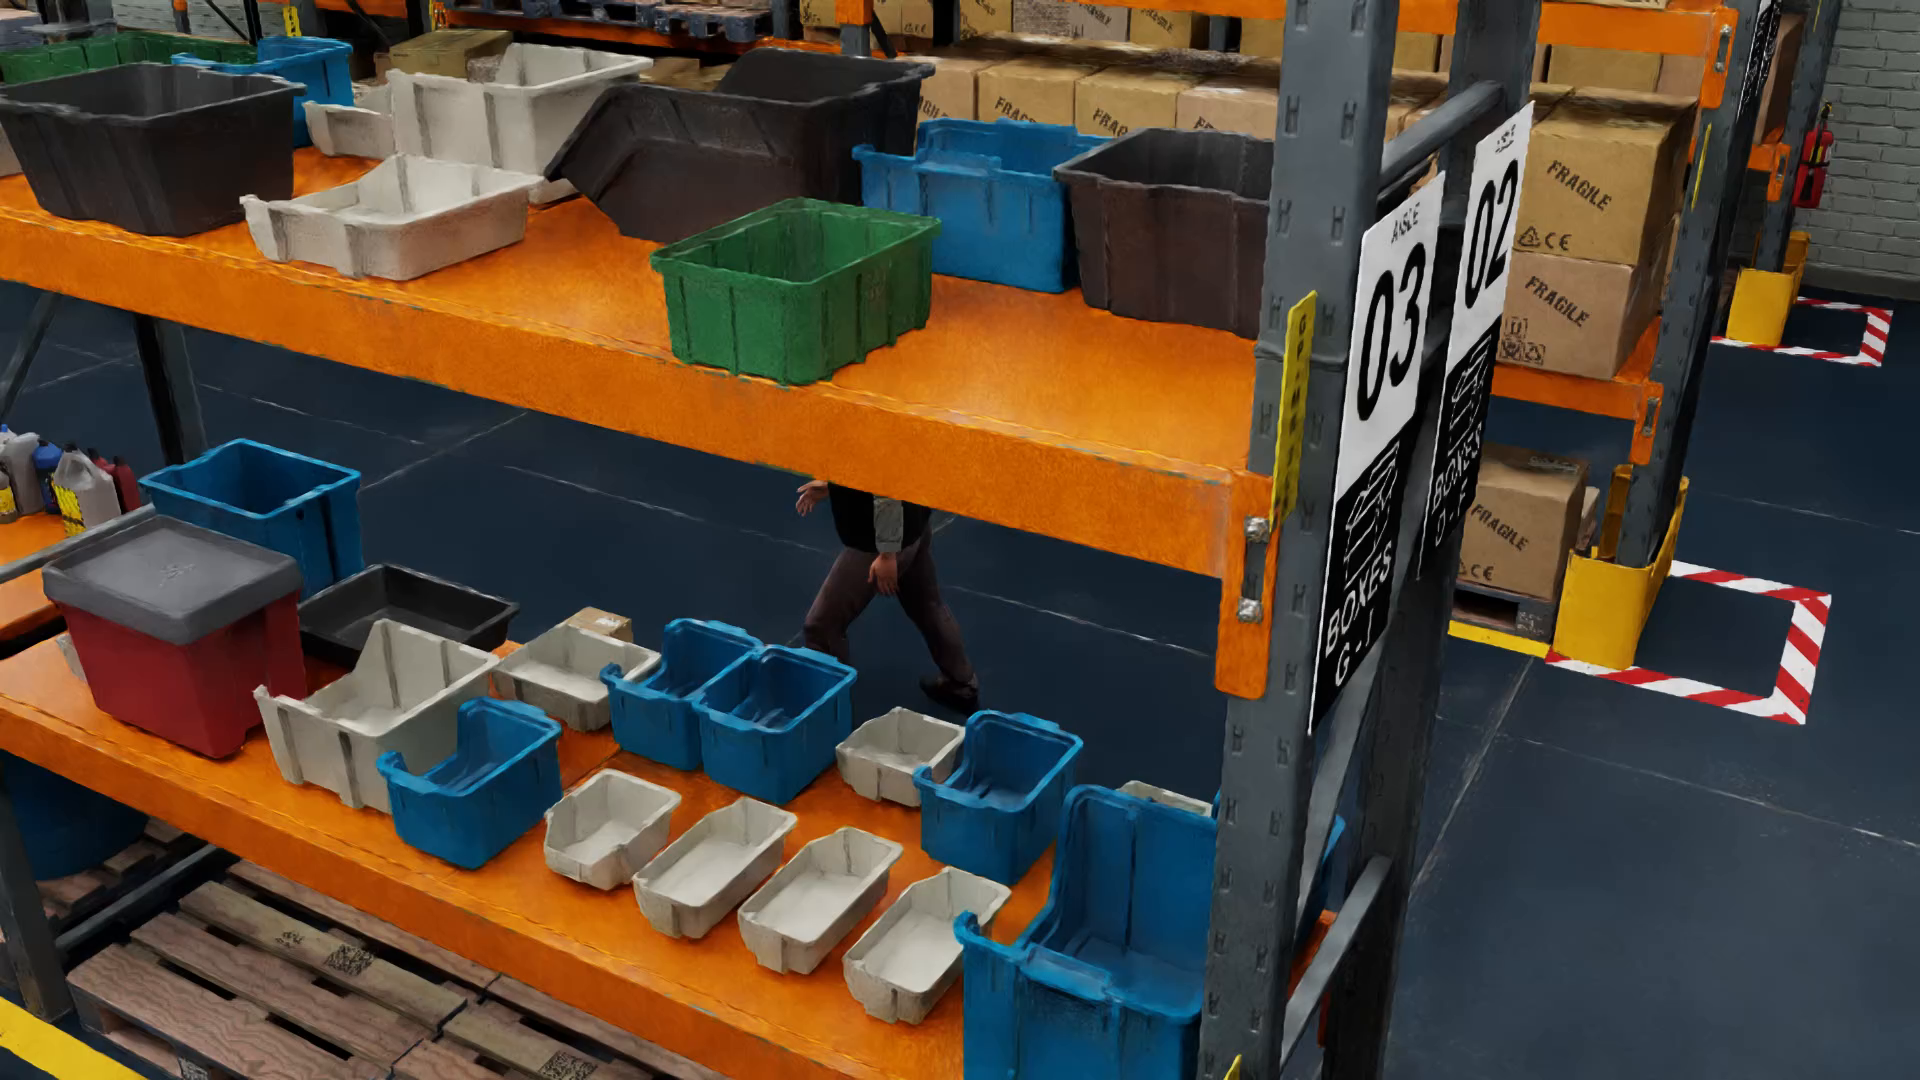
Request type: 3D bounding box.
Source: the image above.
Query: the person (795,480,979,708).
[{"bbox_3d":[-0.335,-0.012,6.696,0.795,1.669,0.678,5,27,11],"label":"person"}]
